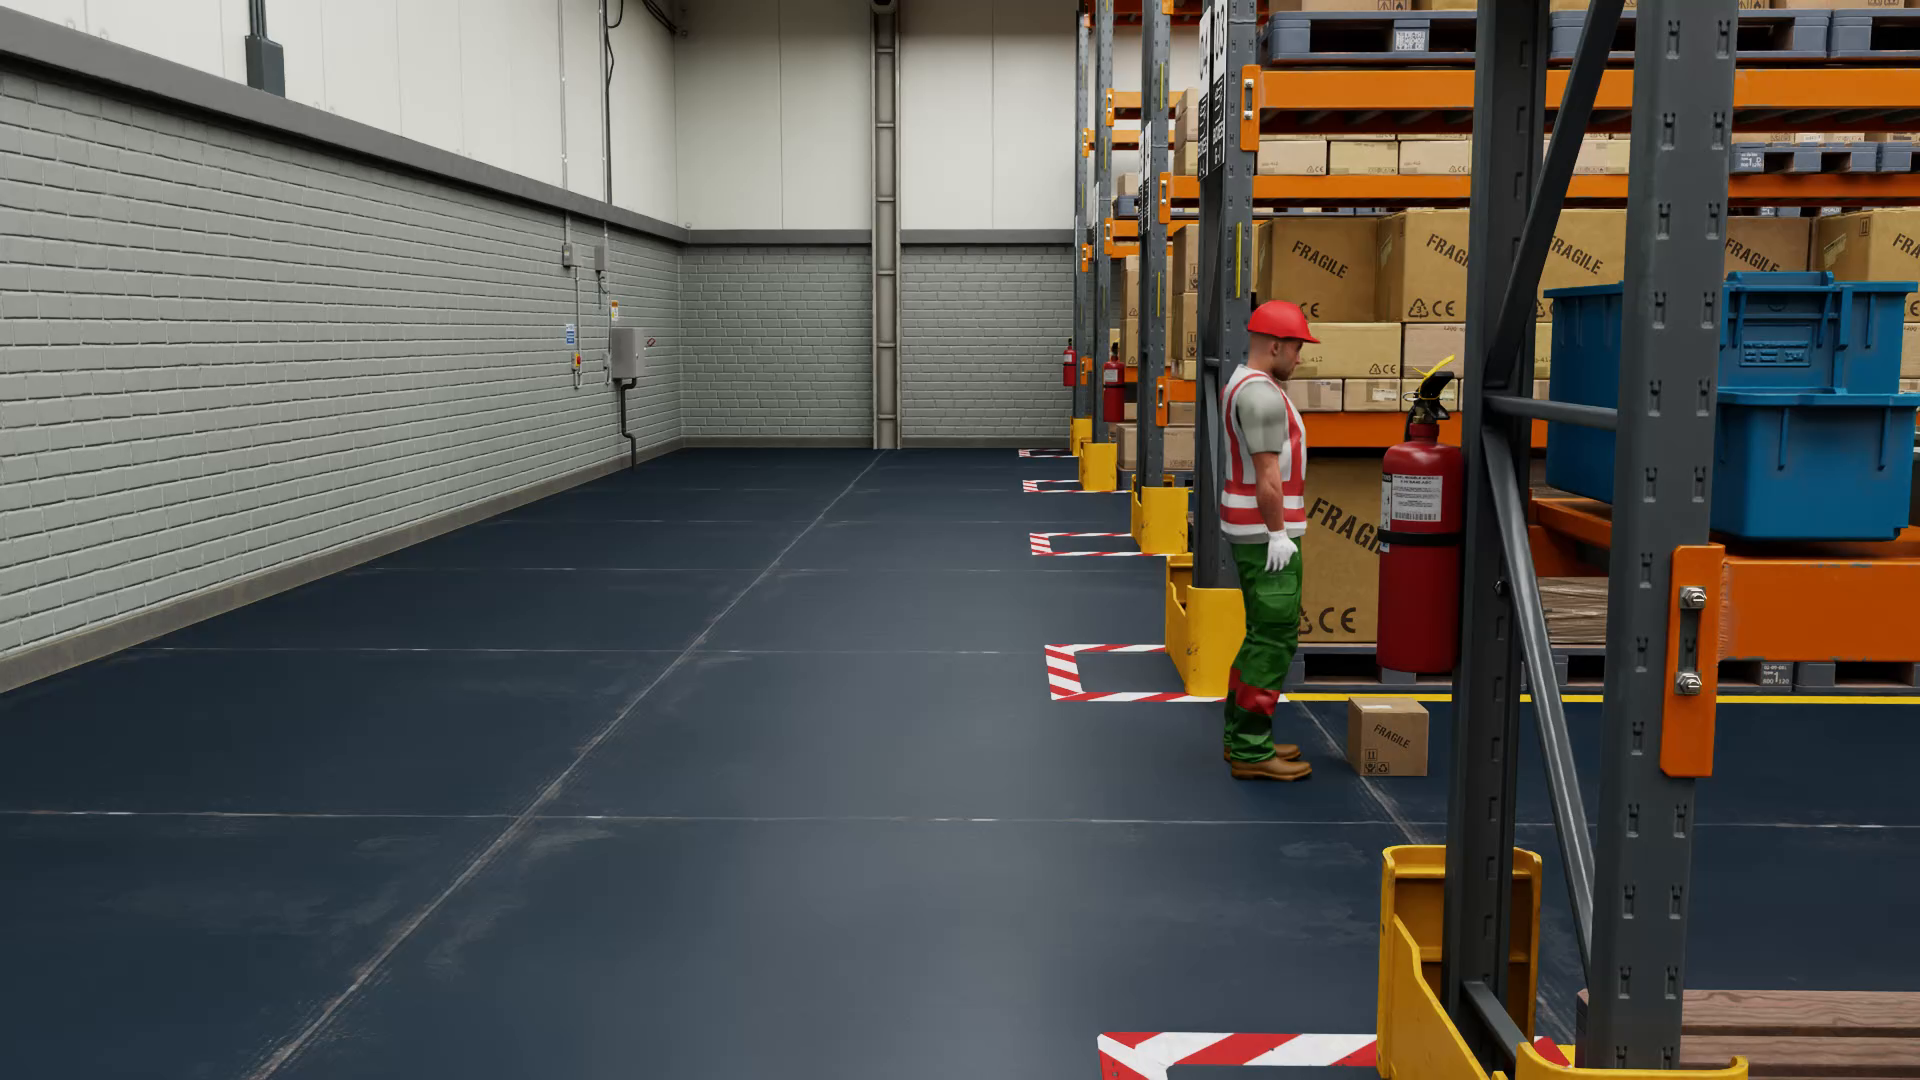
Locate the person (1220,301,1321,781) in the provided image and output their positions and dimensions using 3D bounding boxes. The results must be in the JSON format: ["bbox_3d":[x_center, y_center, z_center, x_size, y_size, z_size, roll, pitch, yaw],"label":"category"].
[{"bbox_3d":[1.162,-0.009,6.288,0.365,1.775,0.529,0,7,2],"label":"person"}]
